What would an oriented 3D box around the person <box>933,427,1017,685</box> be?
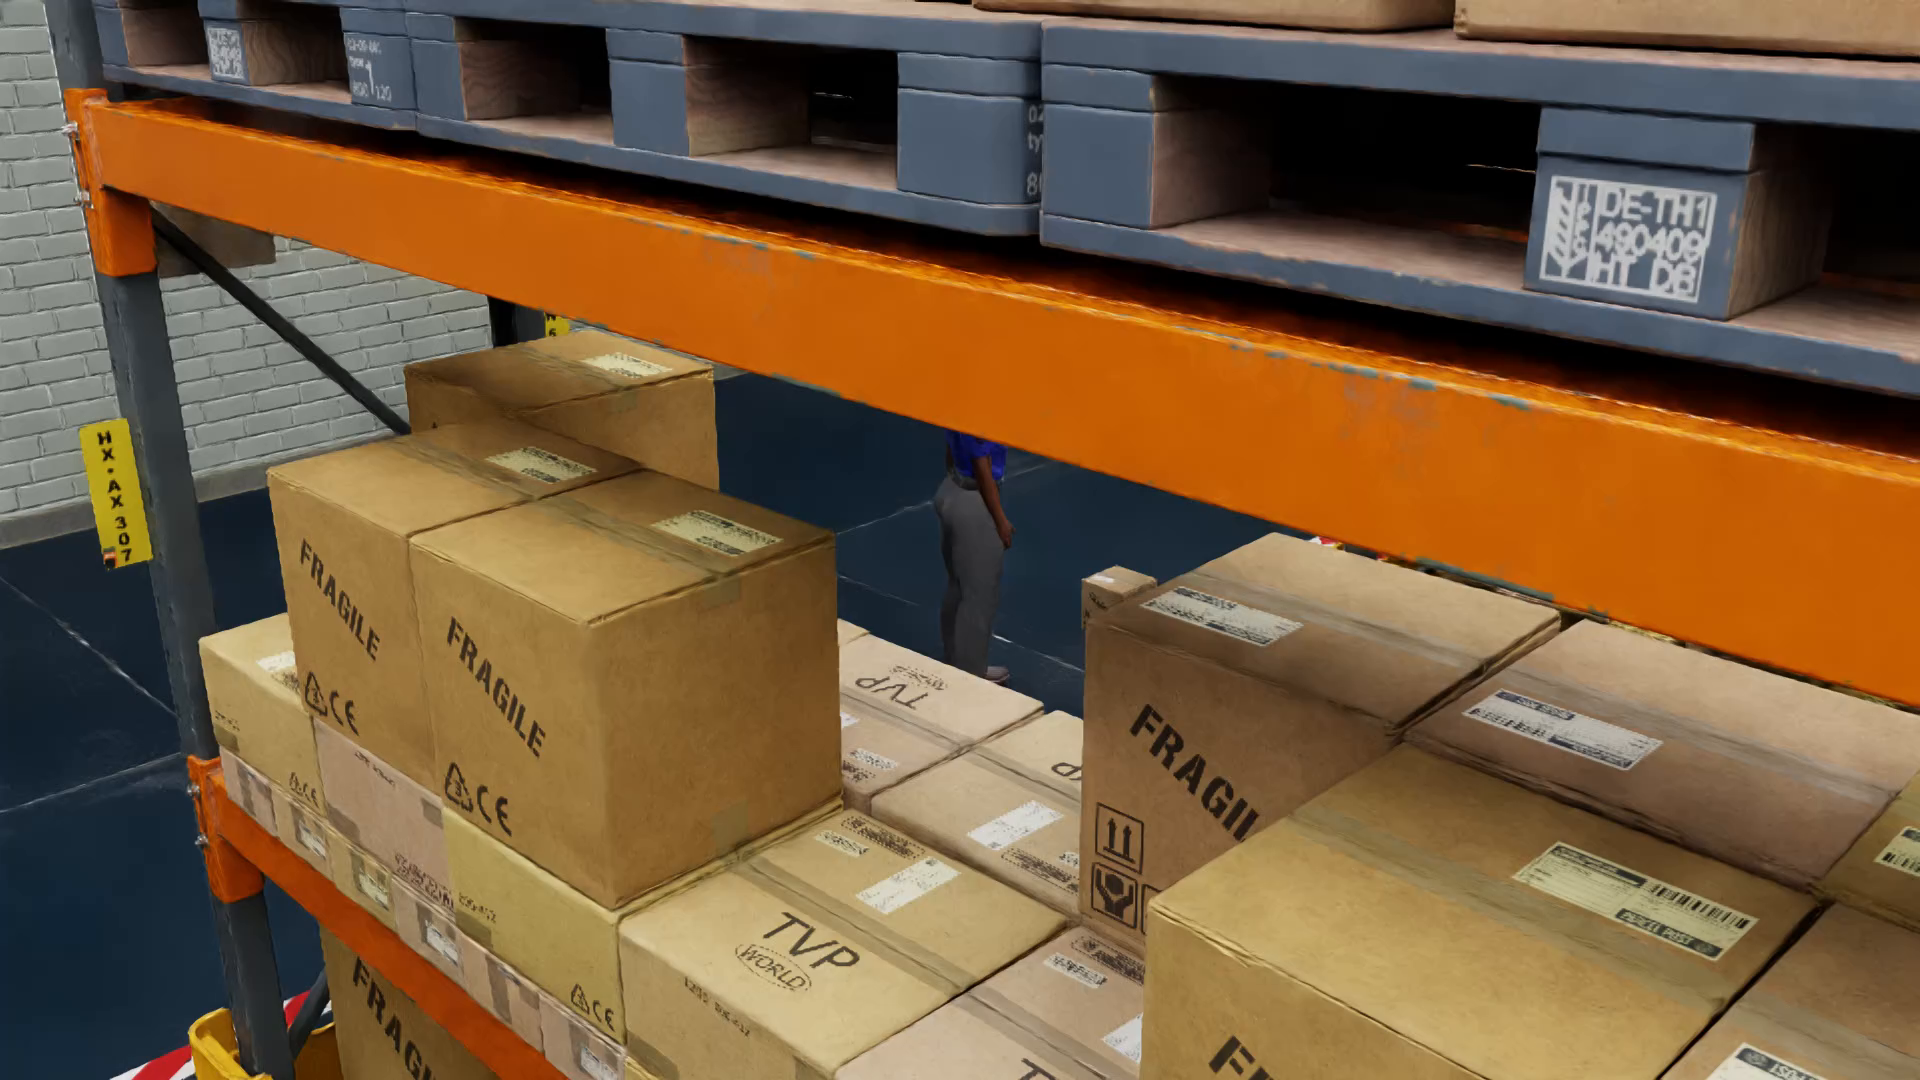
[{"bbox_3d":[0.091,-0.089,6.788,0.335,1.660,0.636,-4,21,-11],"label":"person"}]
